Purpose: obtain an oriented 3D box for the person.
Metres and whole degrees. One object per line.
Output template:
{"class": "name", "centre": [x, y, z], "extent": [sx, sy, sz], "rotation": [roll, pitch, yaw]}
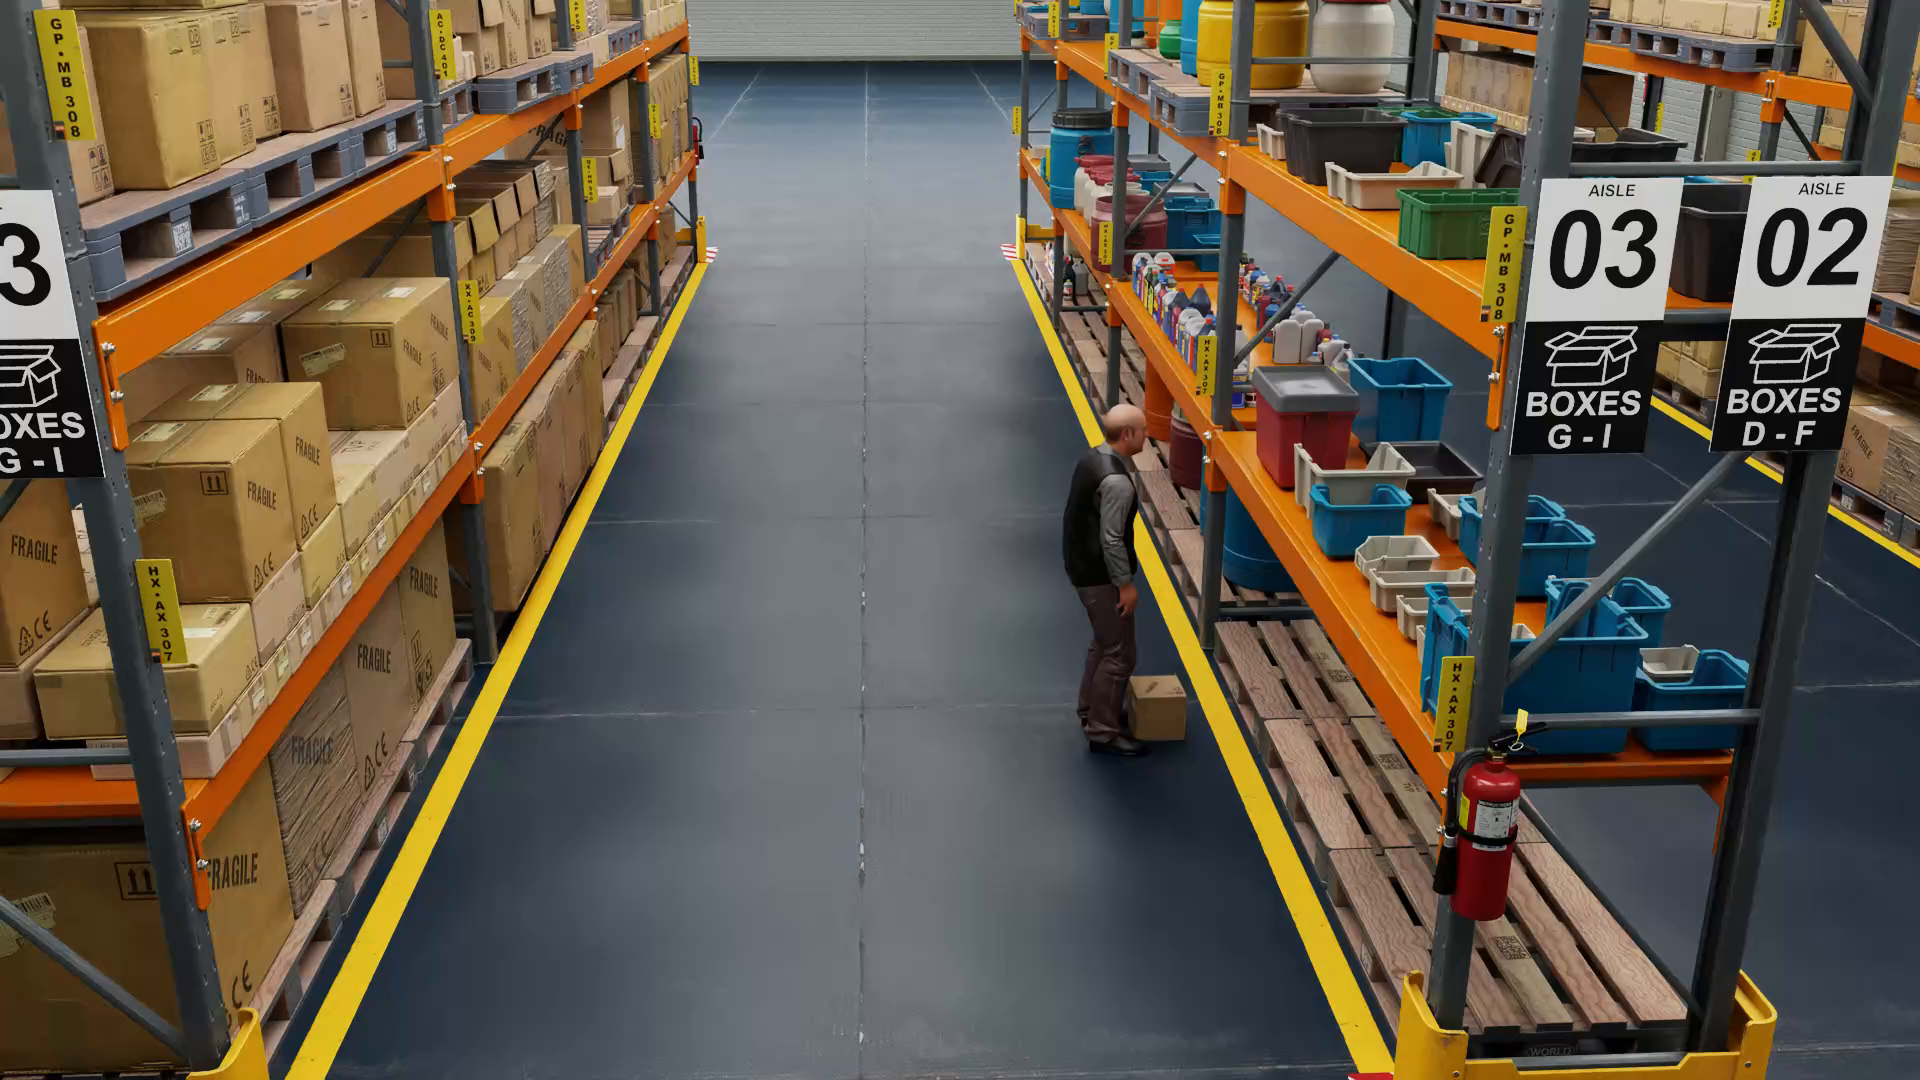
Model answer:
{"class": "person", "centre": [0.714, 0.172, 8.145], "extent": [0.429, 1.720, 0.586], "rotation": [-2, 20, -6]}
